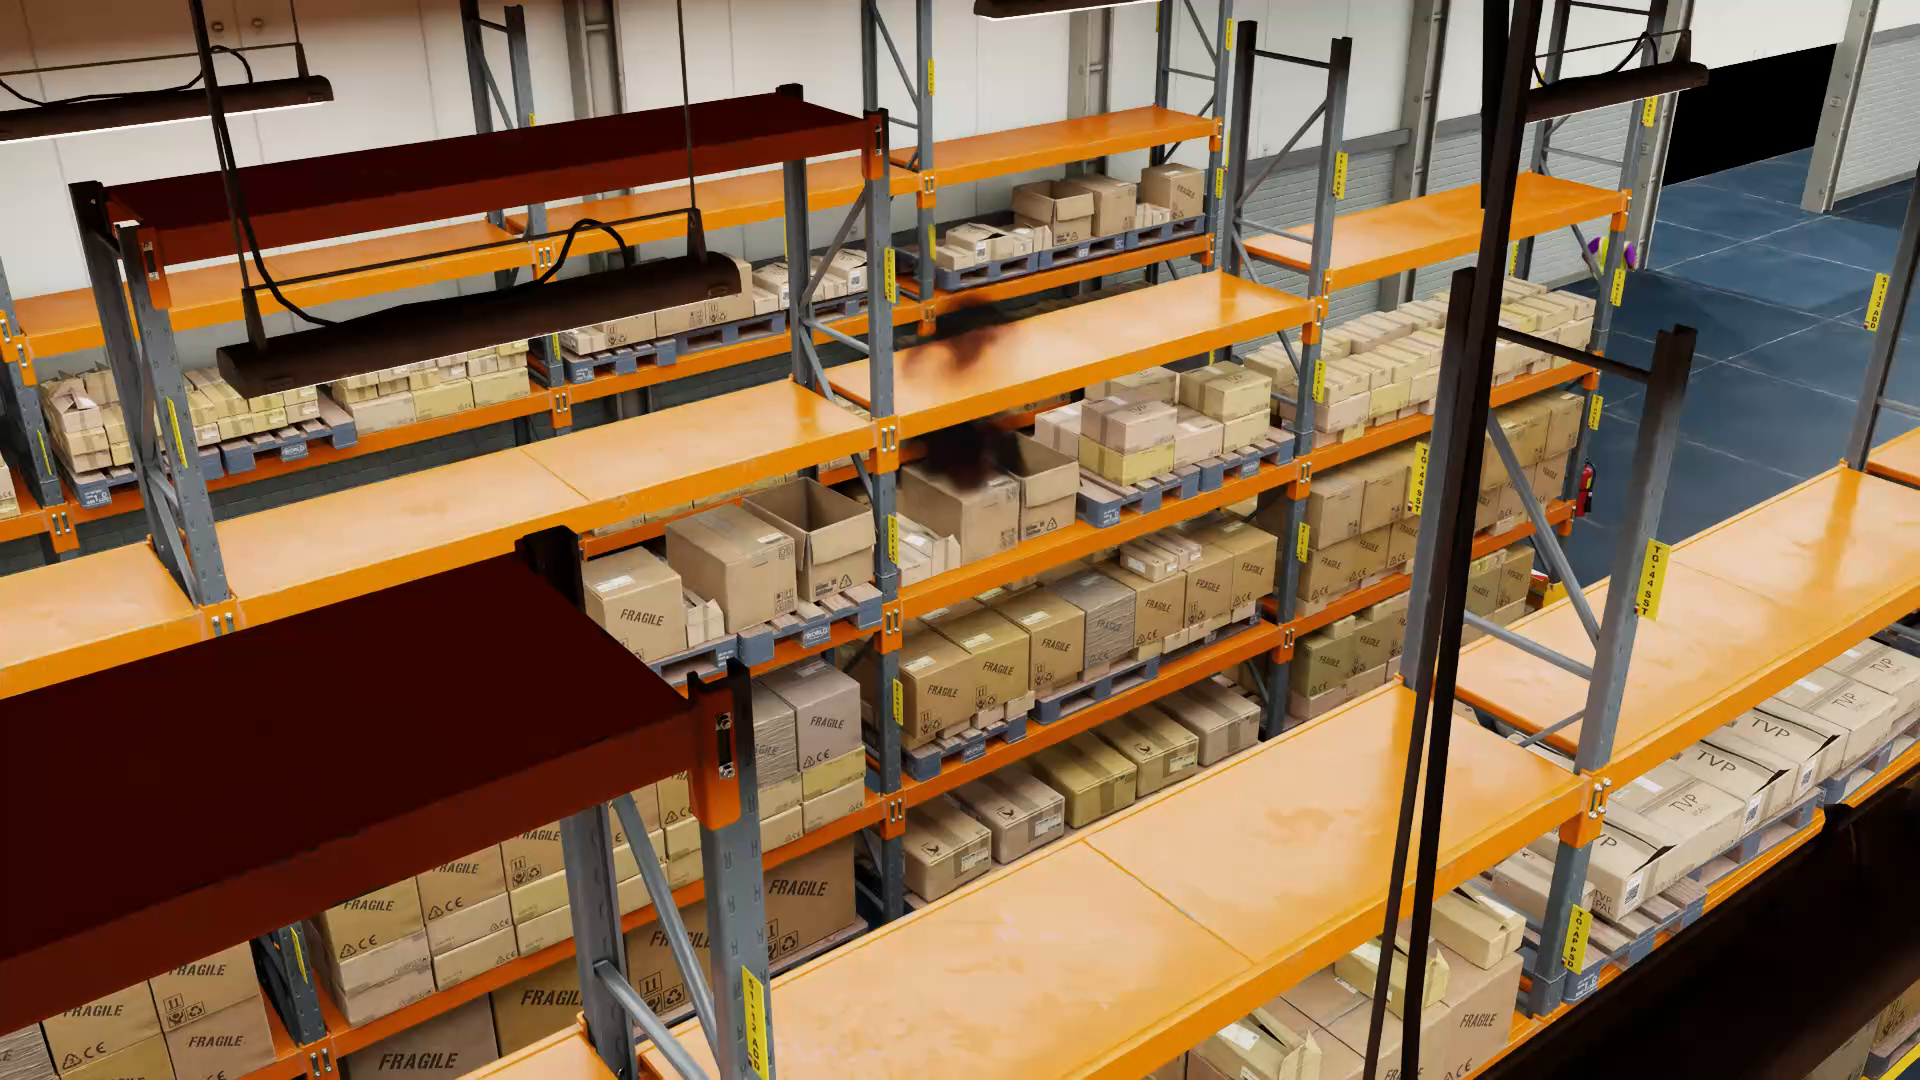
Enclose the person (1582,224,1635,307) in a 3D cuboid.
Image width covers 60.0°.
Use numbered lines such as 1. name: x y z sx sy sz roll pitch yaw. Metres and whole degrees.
1. person: 9.302 -3.744 23.777 0.661 1.783 0.660 -23 34 -38
